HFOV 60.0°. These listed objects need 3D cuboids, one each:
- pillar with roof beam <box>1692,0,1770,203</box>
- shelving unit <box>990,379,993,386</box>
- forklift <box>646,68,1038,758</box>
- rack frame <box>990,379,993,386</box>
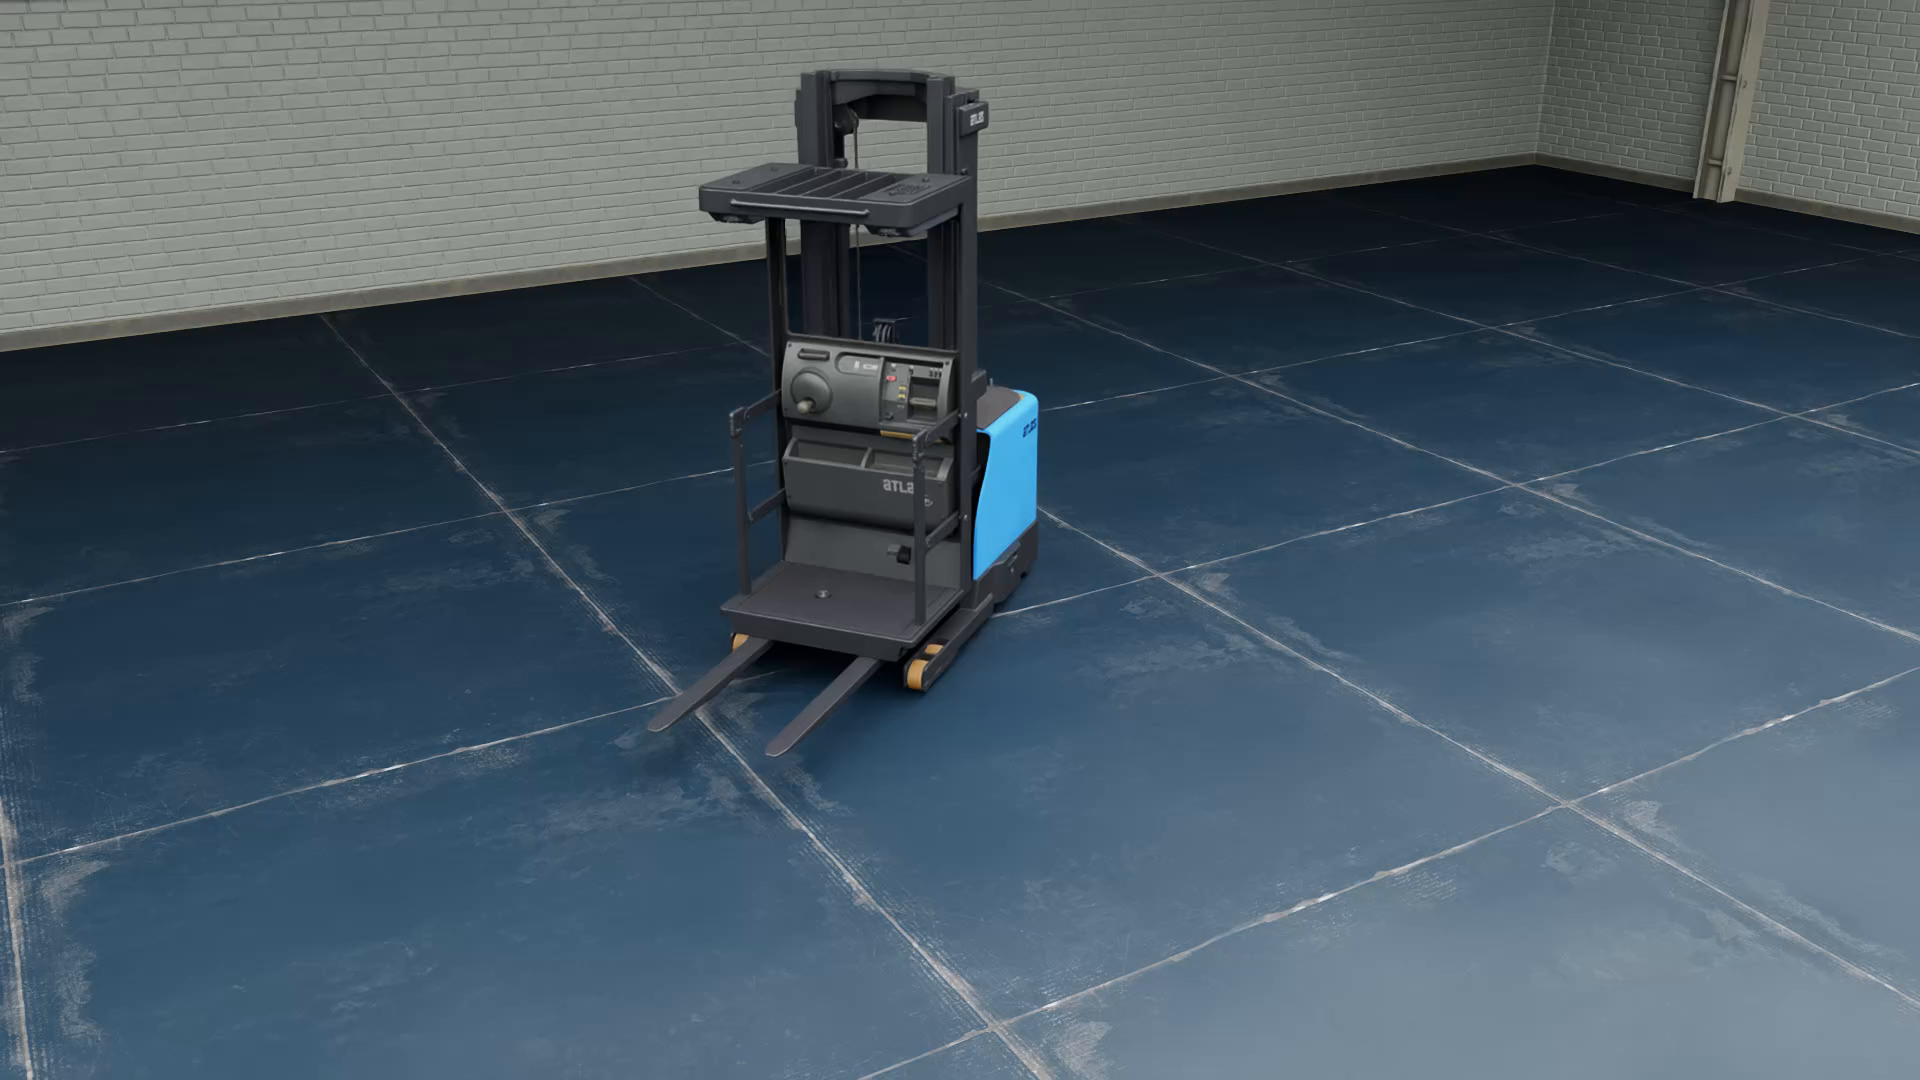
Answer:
[{"bbox_3d":[5.735,-7.611,17.085,9.100,9.000,0.400,-13,25,-28],"label":"pillar with roof beam"},{"bbox_3d":[0.042,-0.491,10.124,0.215,1.050,0.252,-14,26,-31],"label":"shelving unit"},{"bbox_3d":[-0.558,-0.767,8.307,1.130,2.935,3.031,9,24,20],"label":"forklift"},{"bbox_3d":[0.109,-0.452,10.030,0.200,1.050,0.008,-14,26,-31],"label":"rack frame"}]
